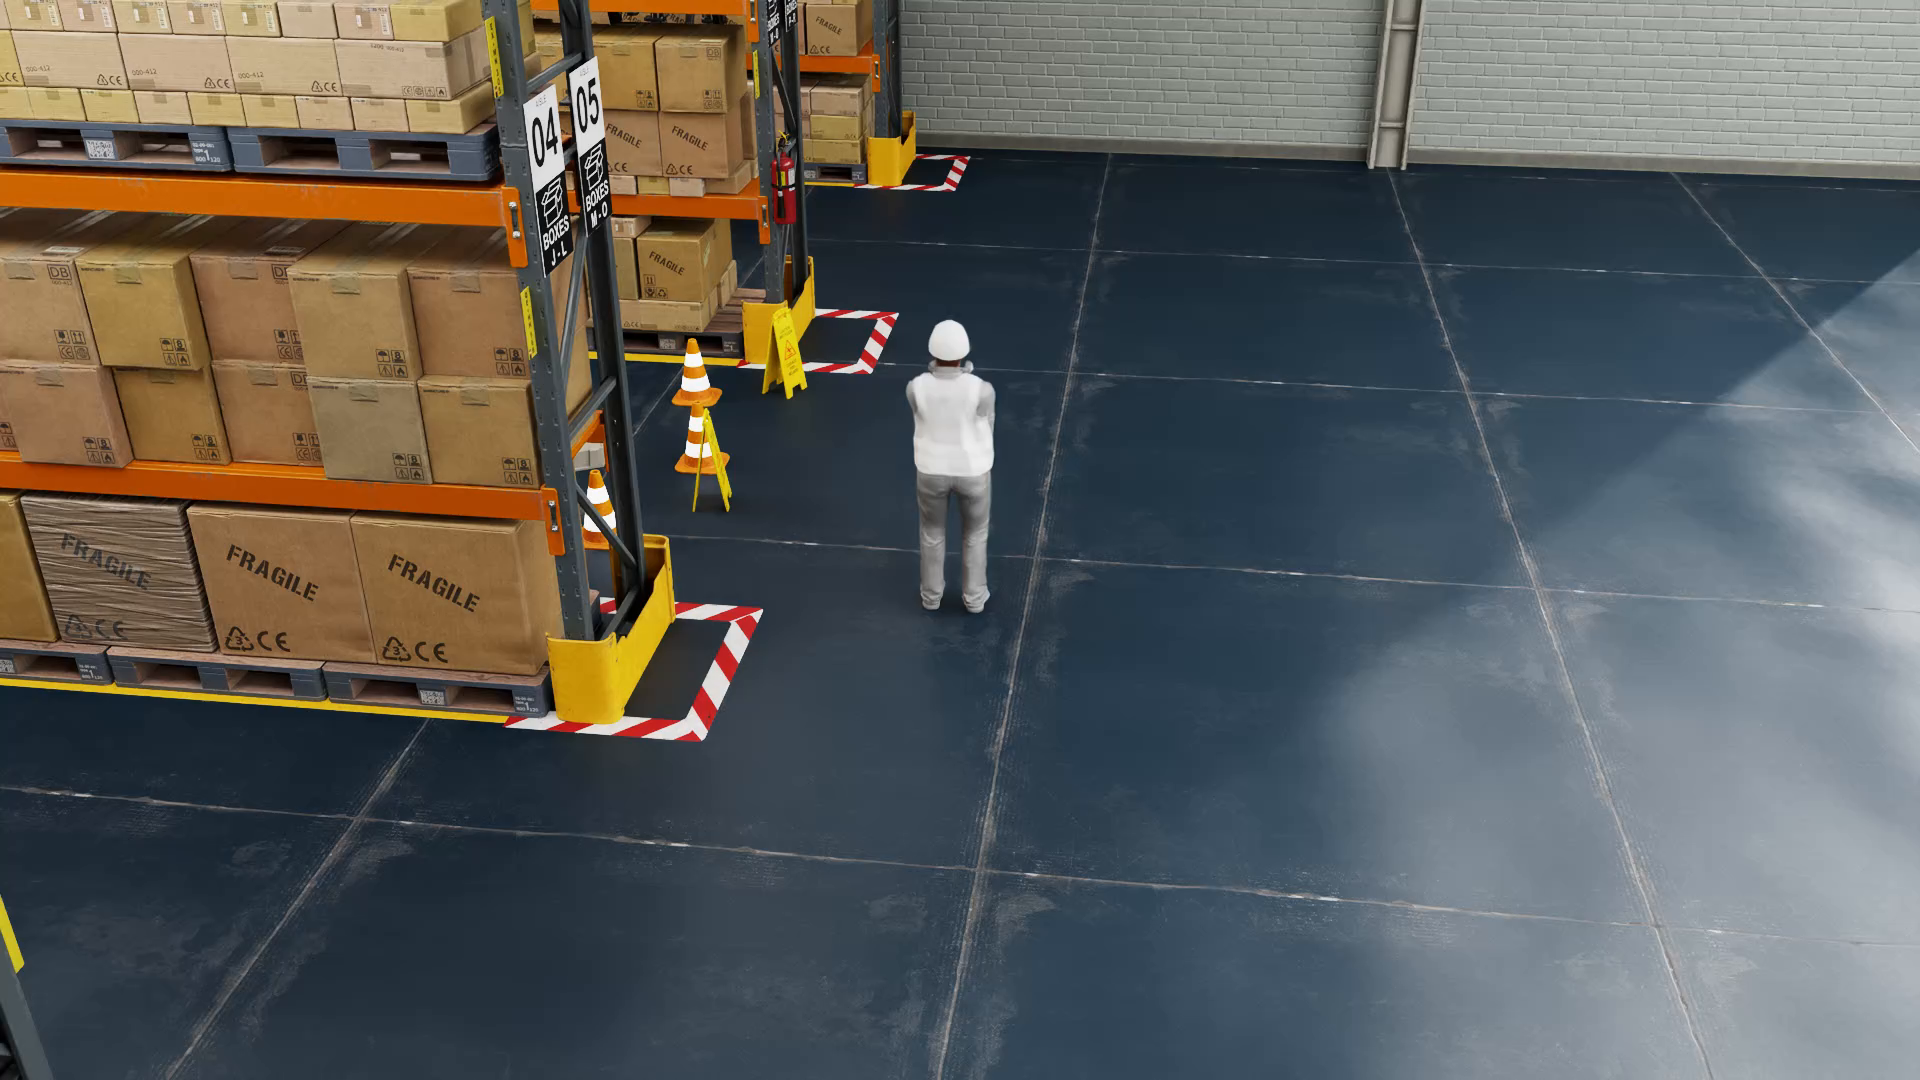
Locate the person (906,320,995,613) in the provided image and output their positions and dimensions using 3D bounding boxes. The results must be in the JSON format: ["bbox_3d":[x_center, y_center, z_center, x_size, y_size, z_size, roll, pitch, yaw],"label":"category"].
[{"bbox_3d":[-0.040,-0.453,9.446,0.495,1.770,0.555,4,28,7],"label":"person"}]
